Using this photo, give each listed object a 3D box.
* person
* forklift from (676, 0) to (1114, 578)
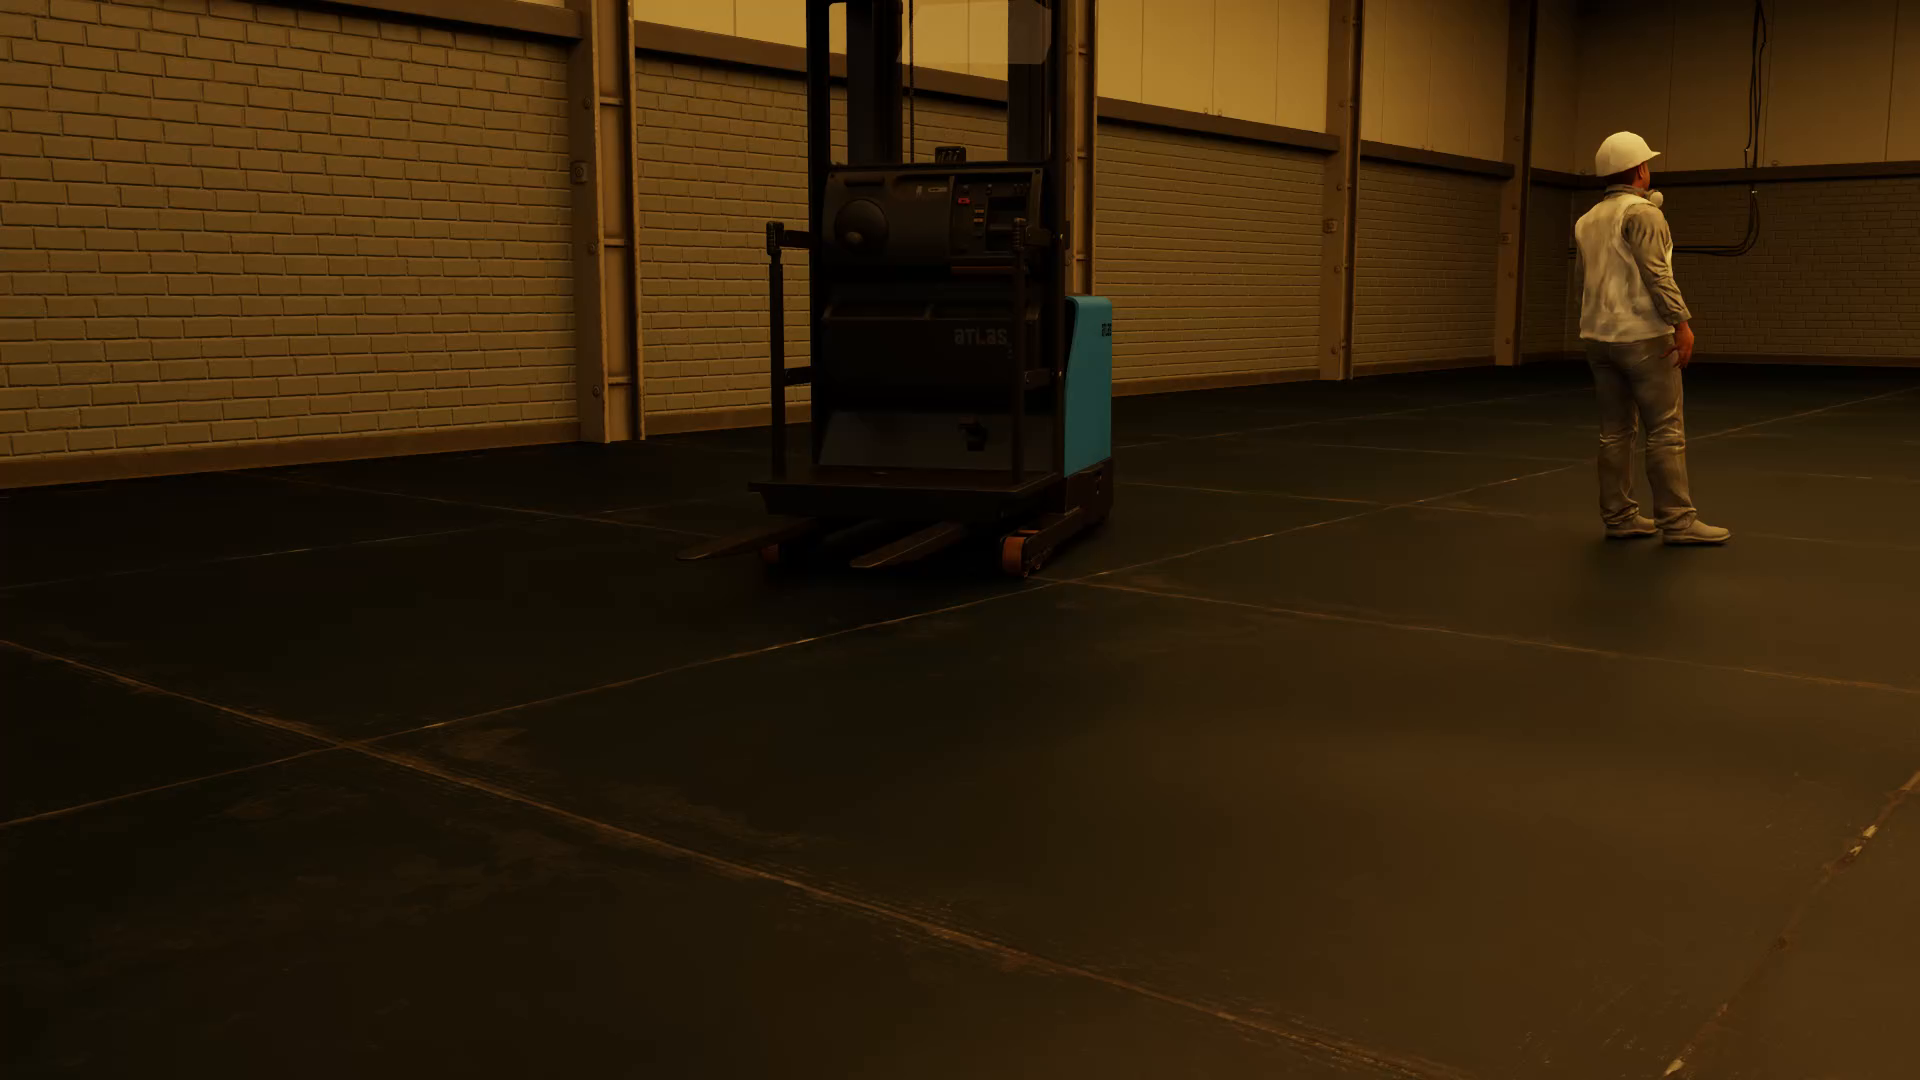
[{"bbox_3d":[3.029,-0.896,7.349,0.567,1.775,0.634,-2,9,-16],"label":"person"},{"bbox_3d":[-0.176,-1.366,6.616,1.130,2.935,3.031,3,9,17],"label":"forklift"}]
